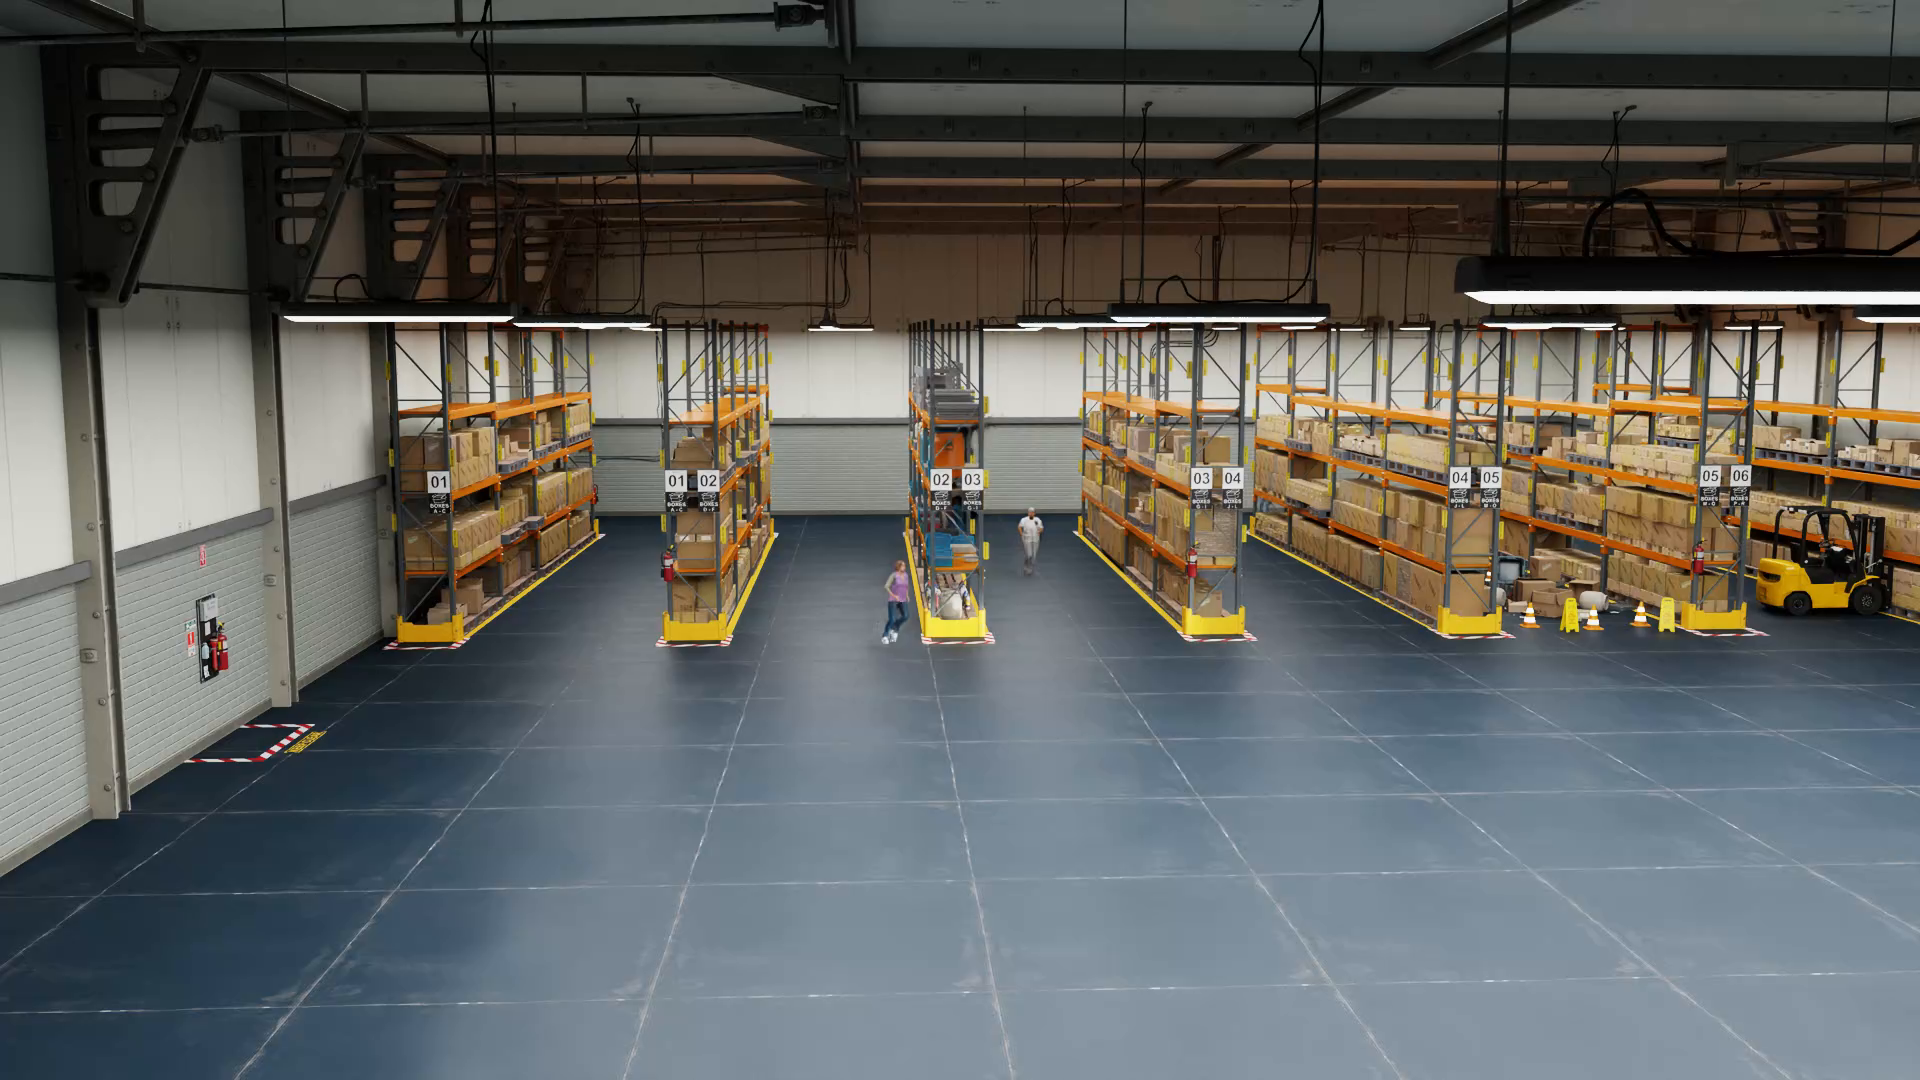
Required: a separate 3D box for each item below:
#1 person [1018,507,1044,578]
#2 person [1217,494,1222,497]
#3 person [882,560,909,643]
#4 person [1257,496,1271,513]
[{"bbox_3d":[1.695,0.065,39.334,0.576,1.691,0.680,-1,7,-8],"label":"person"},{"bbox_3d":[6.705,-0.581,44.108,0.714,1.777,1.172,-1,7,-10],"label":"person"},{"bbox_3d":[-1.137,1.142,30.898,0.601,1.544,0.548,-5,8,-33],"label":"person"},{"bbox_3d":[9.077,-1.245,49.507,0.580,1.717,0.698,-6,10,-42],"label":"person"}]
